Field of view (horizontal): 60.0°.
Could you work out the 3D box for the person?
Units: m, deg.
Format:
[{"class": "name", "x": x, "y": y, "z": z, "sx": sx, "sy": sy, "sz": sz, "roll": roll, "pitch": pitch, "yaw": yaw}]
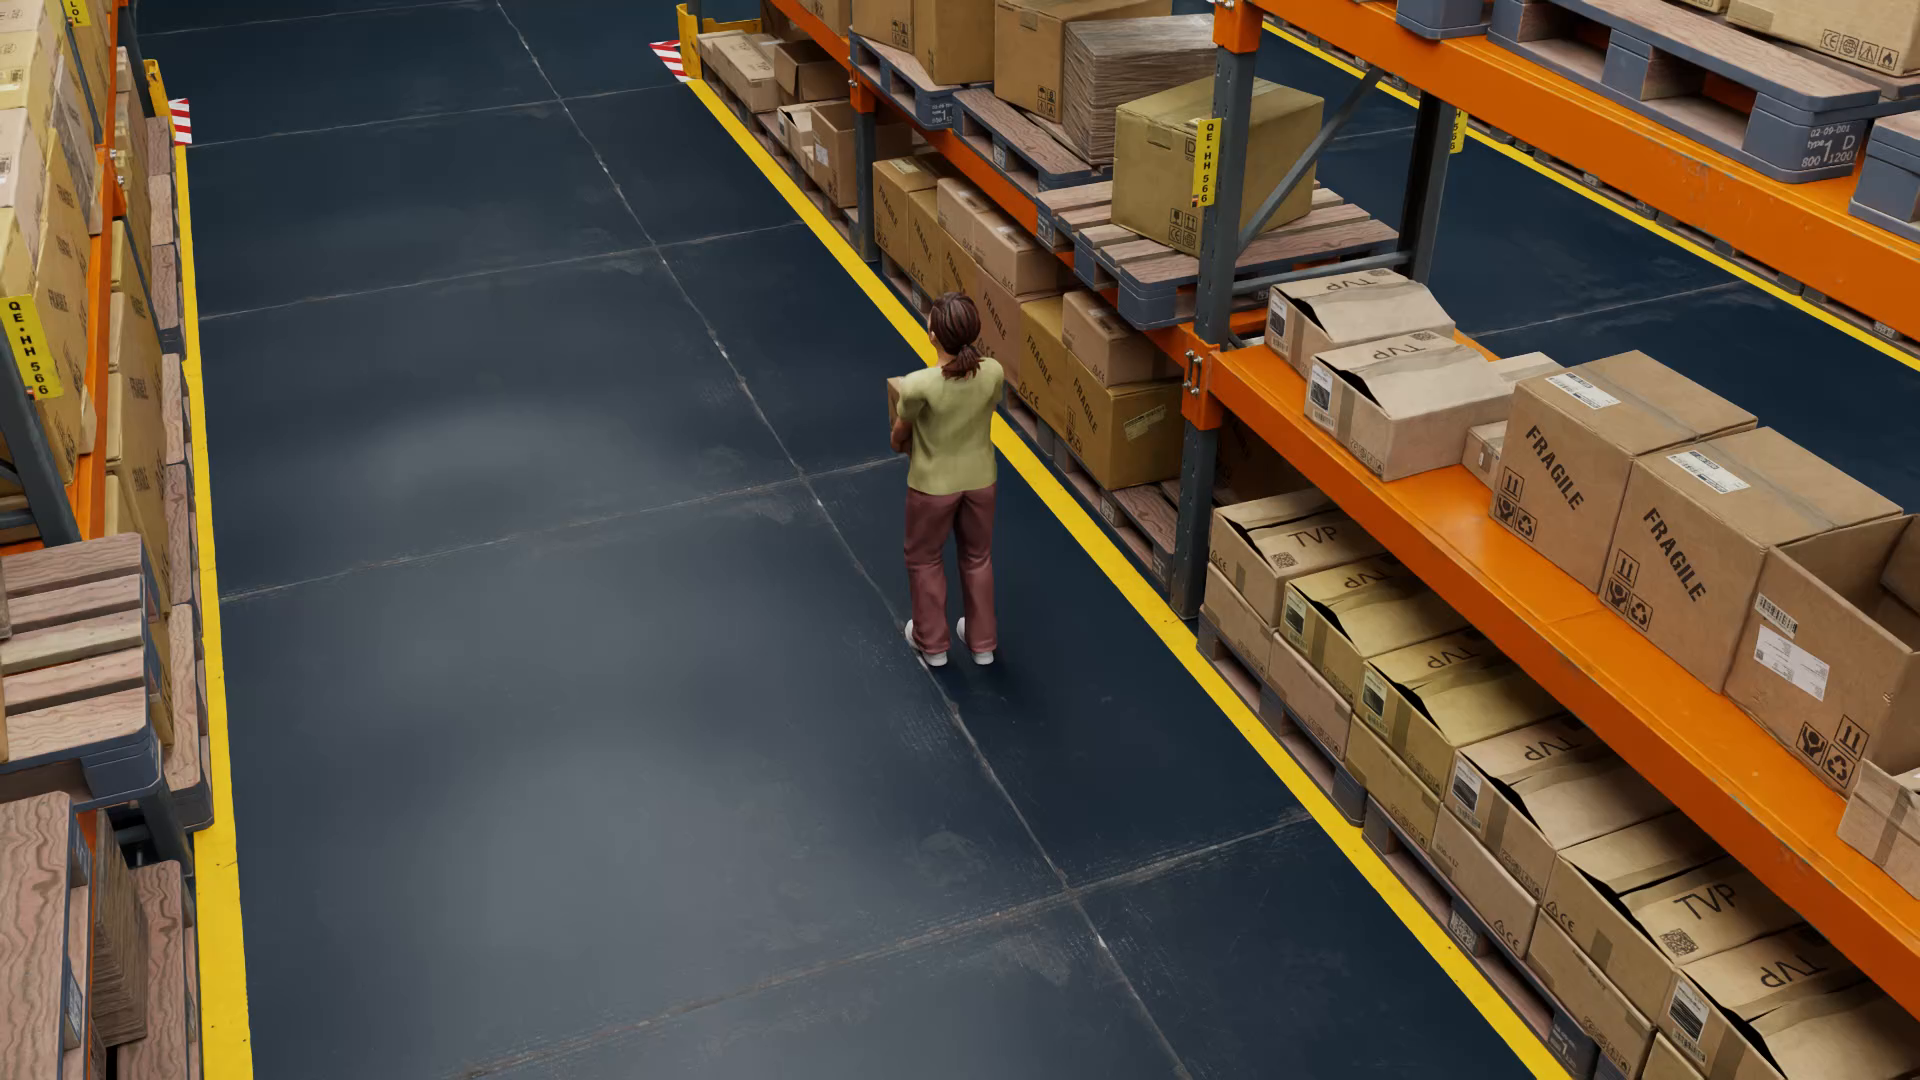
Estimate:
[{"class": "person", "x": -0.057, "y": -0.246, "z": 6.523, "sx": 0.426, "sy": 1.667, "sz": 0.544, "roll": -12, "pitch": 35, "yaw": -17}]
